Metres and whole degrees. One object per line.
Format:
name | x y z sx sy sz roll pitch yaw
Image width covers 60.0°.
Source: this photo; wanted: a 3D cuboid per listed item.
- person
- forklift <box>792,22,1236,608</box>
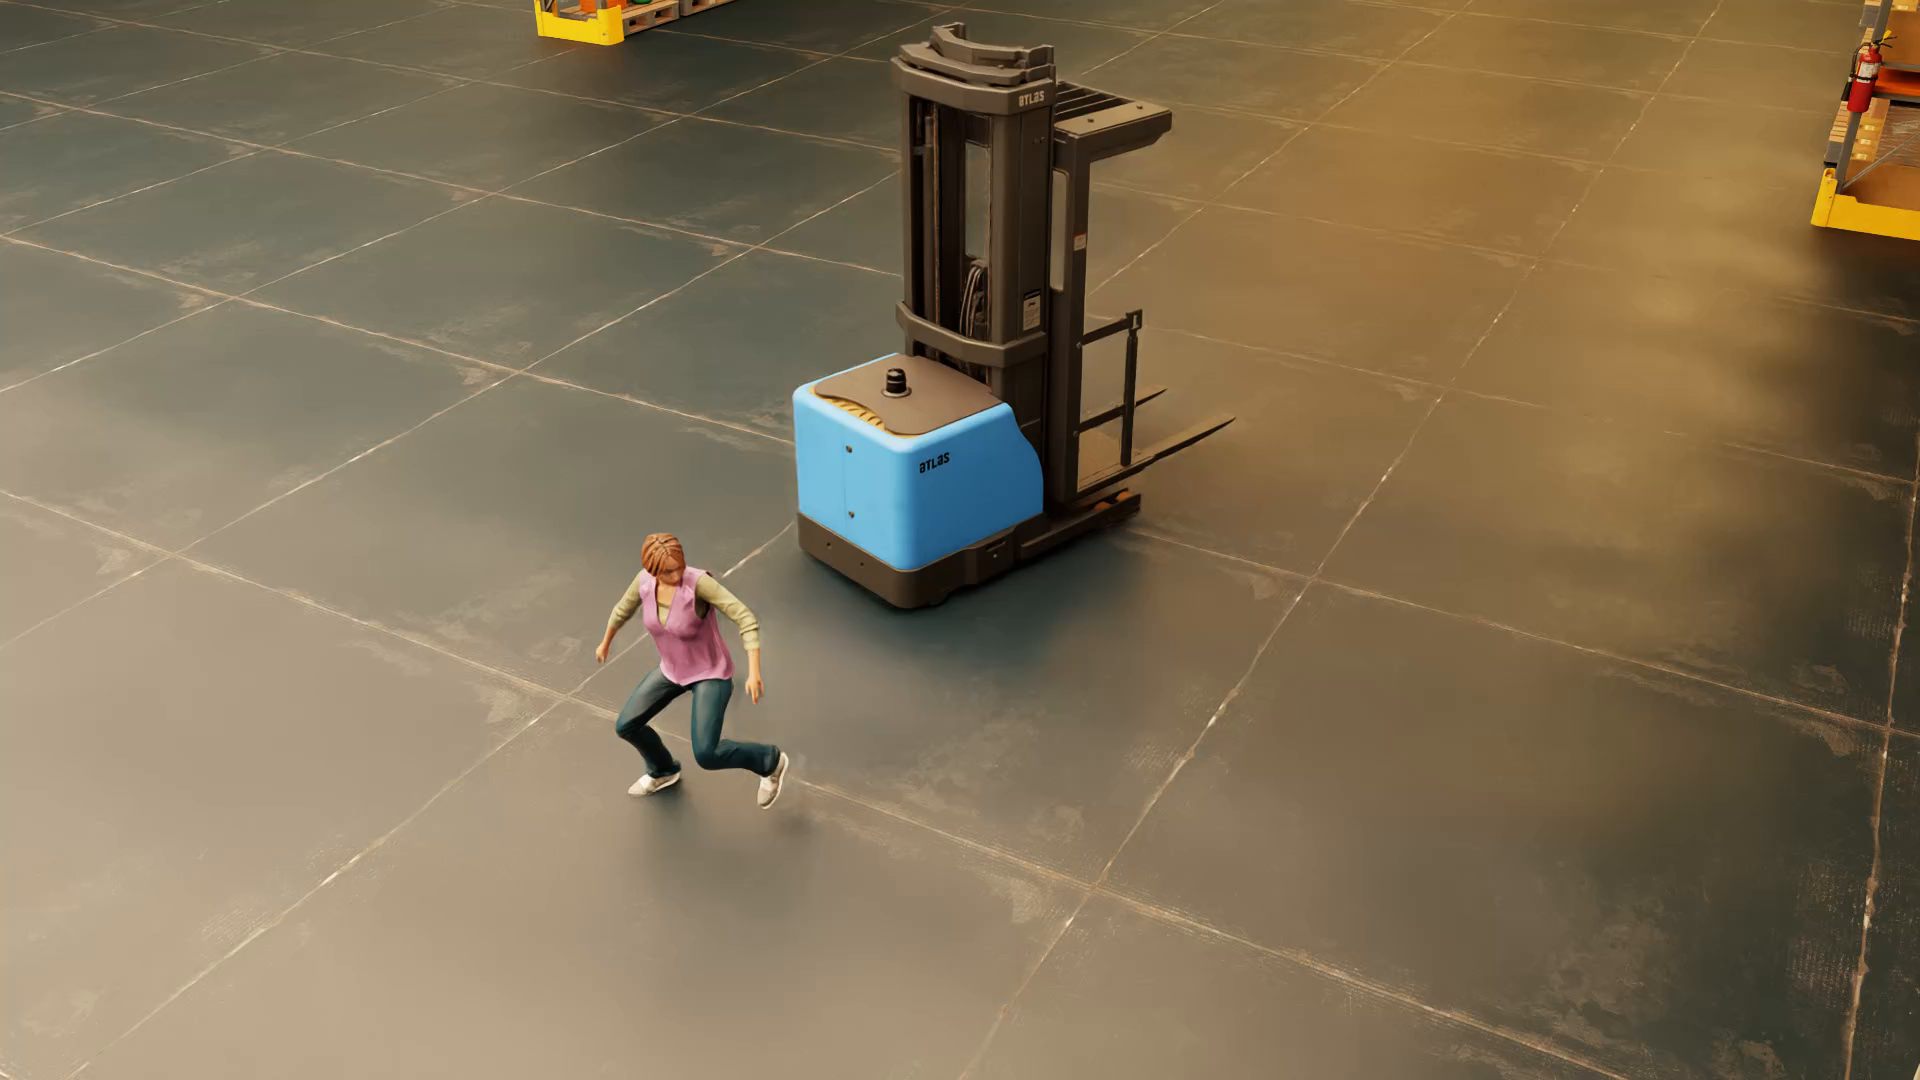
person | -1.268 0.596 7.548 0.946 1.475 0.465 17 34 27
forklift | 0.474 -1.507 9.682 3.031 2.935 1.130 -24 38 -35
